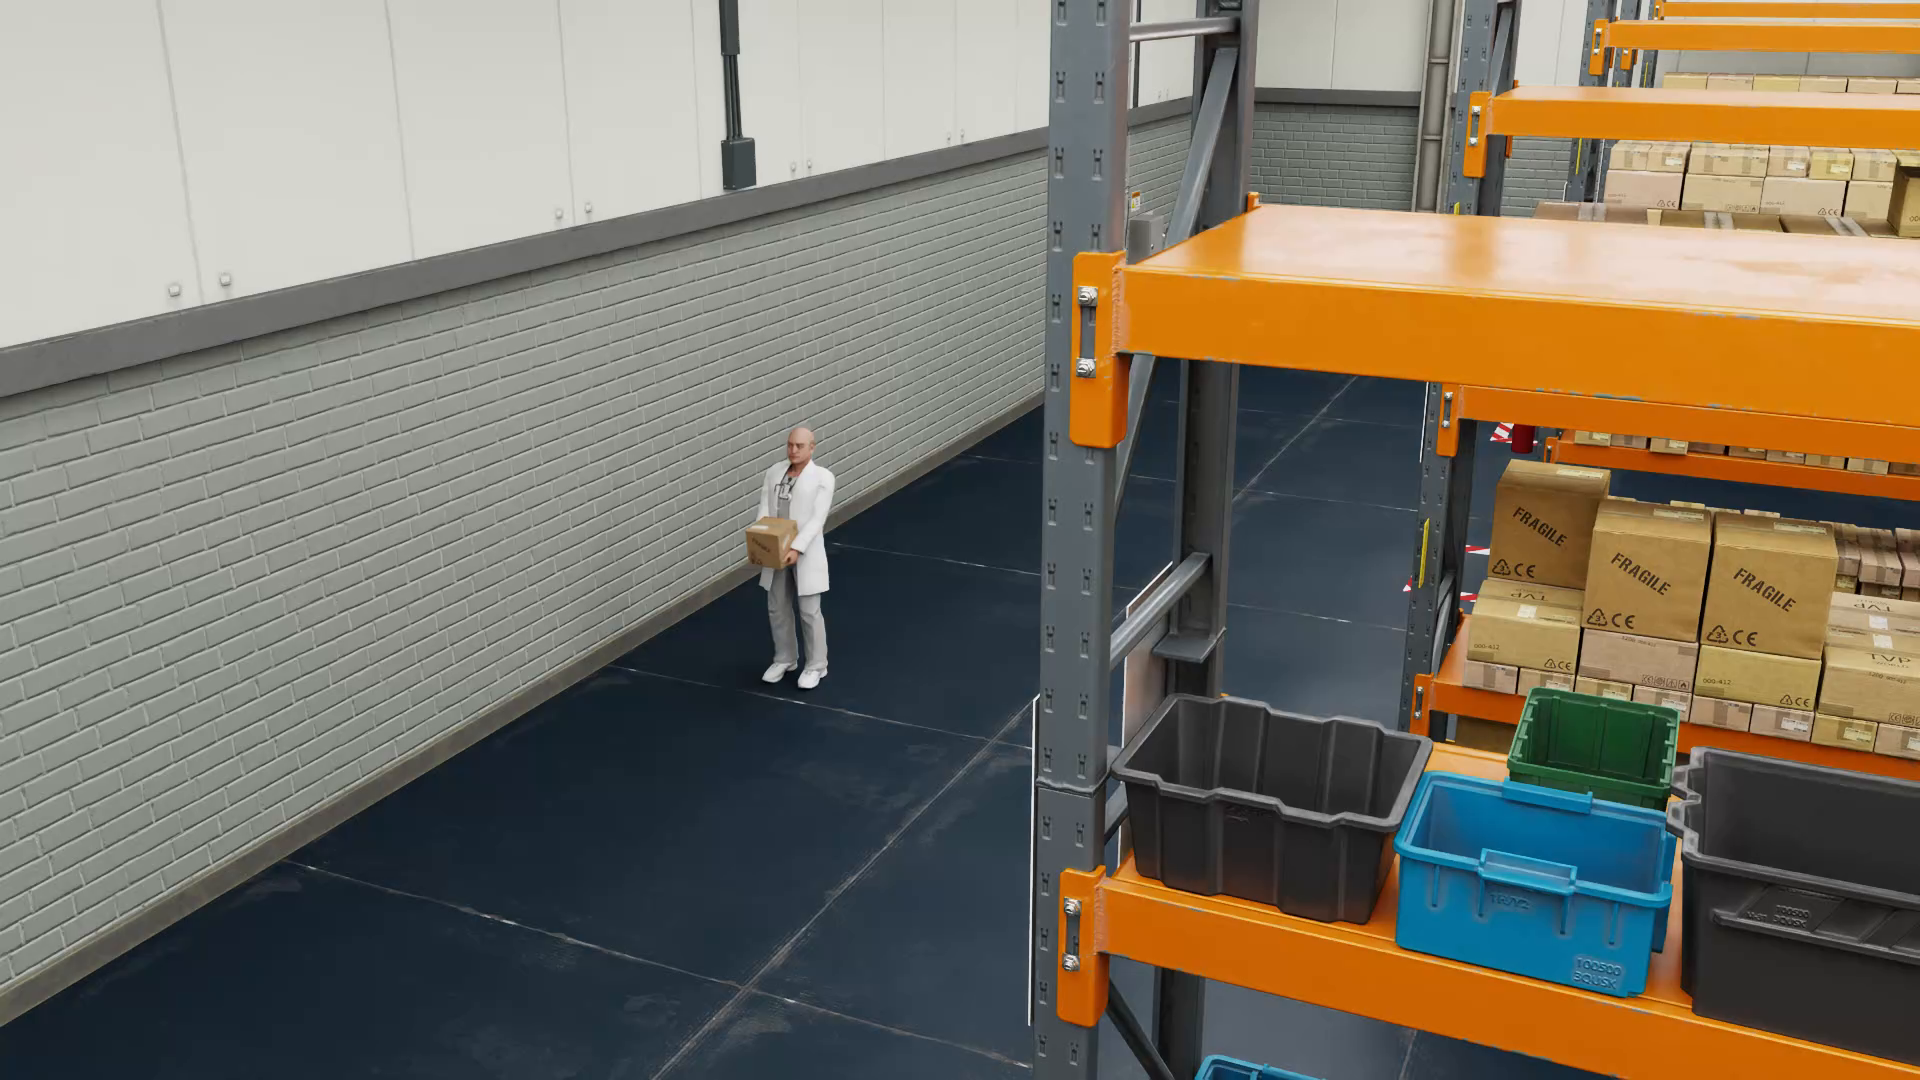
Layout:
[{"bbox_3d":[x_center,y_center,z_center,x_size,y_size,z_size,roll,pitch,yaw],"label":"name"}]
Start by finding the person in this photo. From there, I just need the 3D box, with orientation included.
[{"bbox_3d":[-1.150,0.140,11.185,0.530,1.769,0.563,8,21,23],"label":"person"}]
